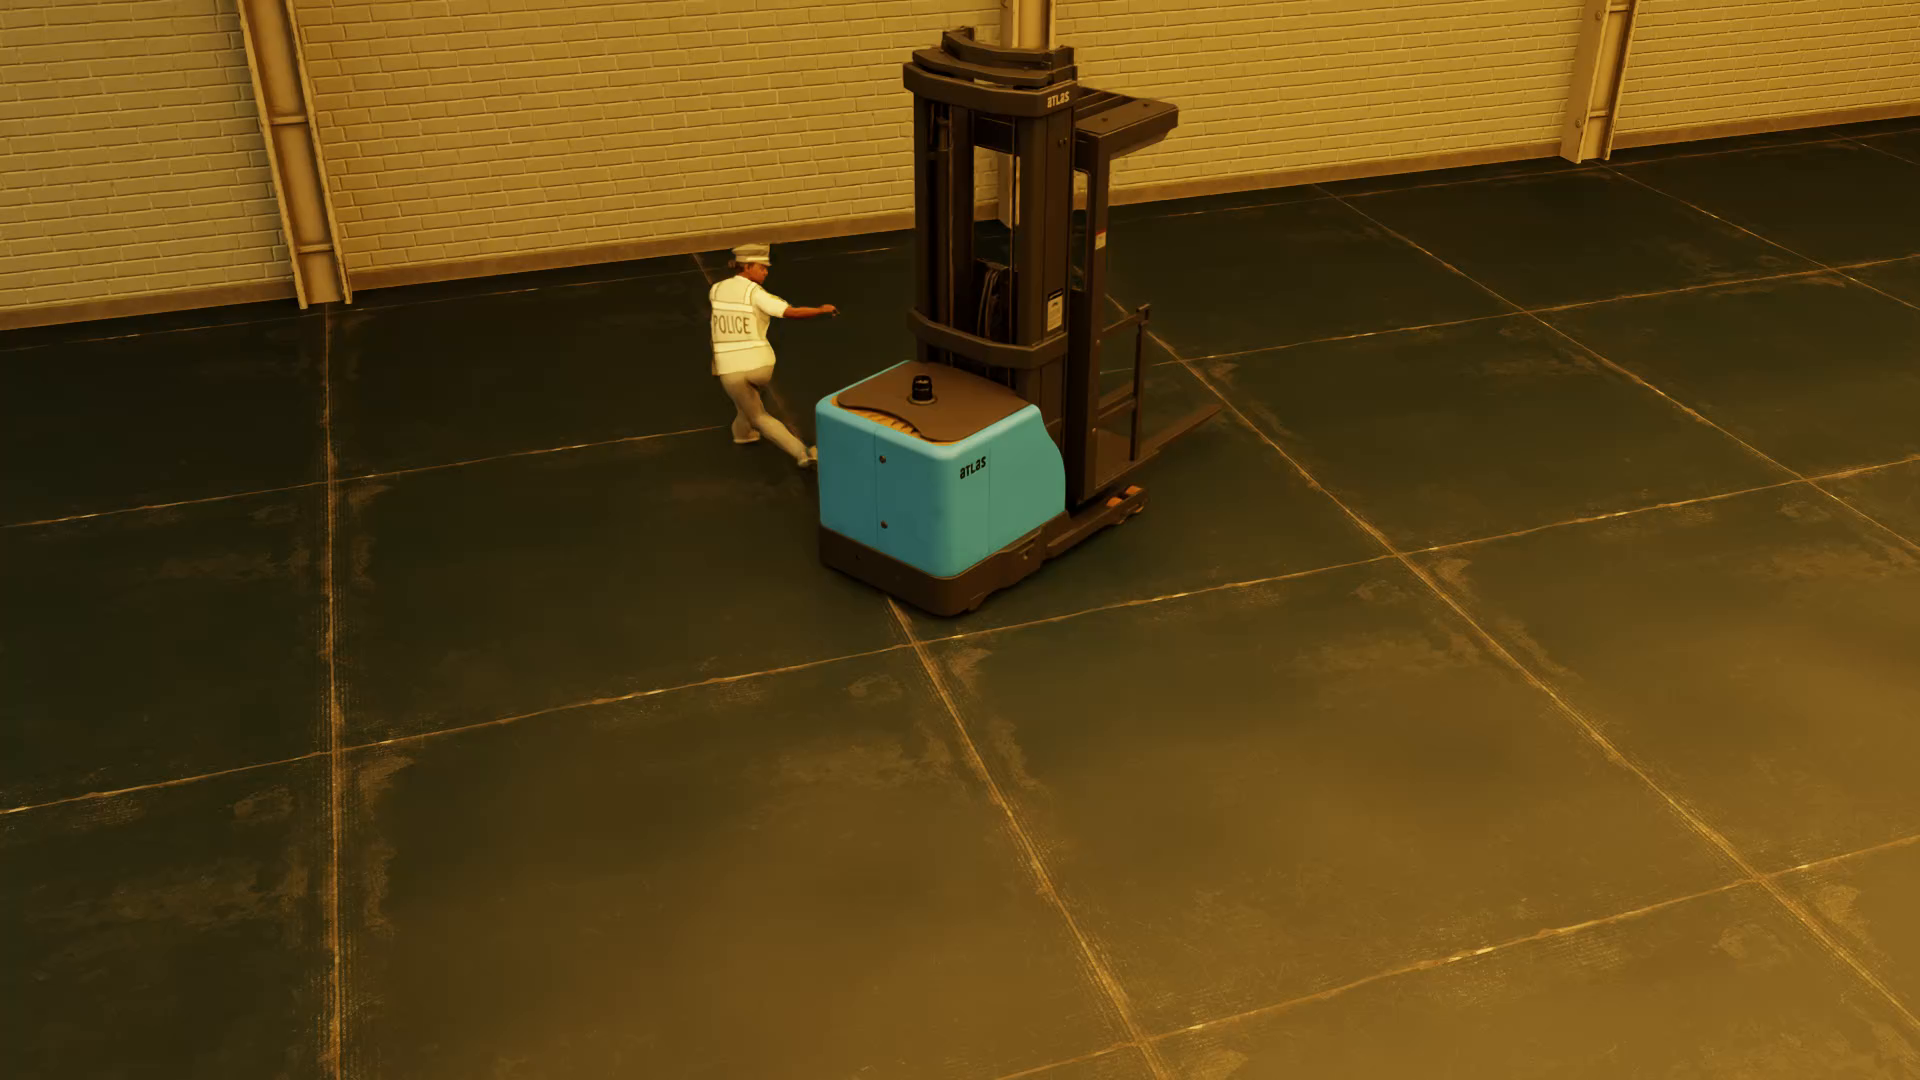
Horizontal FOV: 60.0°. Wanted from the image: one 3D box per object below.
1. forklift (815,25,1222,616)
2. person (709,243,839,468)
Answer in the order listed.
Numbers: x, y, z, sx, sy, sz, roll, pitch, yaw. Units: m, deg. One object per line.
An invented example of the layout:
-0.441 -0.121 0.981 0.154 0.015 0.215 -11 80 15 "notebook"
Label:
0.519 -1.511 9.713 1.130 2.935 3.031 23 37 34 "forklift"
-1.189 -1.220 10.758 0.827 1.457 1.088 -2 30 -4 "person"
